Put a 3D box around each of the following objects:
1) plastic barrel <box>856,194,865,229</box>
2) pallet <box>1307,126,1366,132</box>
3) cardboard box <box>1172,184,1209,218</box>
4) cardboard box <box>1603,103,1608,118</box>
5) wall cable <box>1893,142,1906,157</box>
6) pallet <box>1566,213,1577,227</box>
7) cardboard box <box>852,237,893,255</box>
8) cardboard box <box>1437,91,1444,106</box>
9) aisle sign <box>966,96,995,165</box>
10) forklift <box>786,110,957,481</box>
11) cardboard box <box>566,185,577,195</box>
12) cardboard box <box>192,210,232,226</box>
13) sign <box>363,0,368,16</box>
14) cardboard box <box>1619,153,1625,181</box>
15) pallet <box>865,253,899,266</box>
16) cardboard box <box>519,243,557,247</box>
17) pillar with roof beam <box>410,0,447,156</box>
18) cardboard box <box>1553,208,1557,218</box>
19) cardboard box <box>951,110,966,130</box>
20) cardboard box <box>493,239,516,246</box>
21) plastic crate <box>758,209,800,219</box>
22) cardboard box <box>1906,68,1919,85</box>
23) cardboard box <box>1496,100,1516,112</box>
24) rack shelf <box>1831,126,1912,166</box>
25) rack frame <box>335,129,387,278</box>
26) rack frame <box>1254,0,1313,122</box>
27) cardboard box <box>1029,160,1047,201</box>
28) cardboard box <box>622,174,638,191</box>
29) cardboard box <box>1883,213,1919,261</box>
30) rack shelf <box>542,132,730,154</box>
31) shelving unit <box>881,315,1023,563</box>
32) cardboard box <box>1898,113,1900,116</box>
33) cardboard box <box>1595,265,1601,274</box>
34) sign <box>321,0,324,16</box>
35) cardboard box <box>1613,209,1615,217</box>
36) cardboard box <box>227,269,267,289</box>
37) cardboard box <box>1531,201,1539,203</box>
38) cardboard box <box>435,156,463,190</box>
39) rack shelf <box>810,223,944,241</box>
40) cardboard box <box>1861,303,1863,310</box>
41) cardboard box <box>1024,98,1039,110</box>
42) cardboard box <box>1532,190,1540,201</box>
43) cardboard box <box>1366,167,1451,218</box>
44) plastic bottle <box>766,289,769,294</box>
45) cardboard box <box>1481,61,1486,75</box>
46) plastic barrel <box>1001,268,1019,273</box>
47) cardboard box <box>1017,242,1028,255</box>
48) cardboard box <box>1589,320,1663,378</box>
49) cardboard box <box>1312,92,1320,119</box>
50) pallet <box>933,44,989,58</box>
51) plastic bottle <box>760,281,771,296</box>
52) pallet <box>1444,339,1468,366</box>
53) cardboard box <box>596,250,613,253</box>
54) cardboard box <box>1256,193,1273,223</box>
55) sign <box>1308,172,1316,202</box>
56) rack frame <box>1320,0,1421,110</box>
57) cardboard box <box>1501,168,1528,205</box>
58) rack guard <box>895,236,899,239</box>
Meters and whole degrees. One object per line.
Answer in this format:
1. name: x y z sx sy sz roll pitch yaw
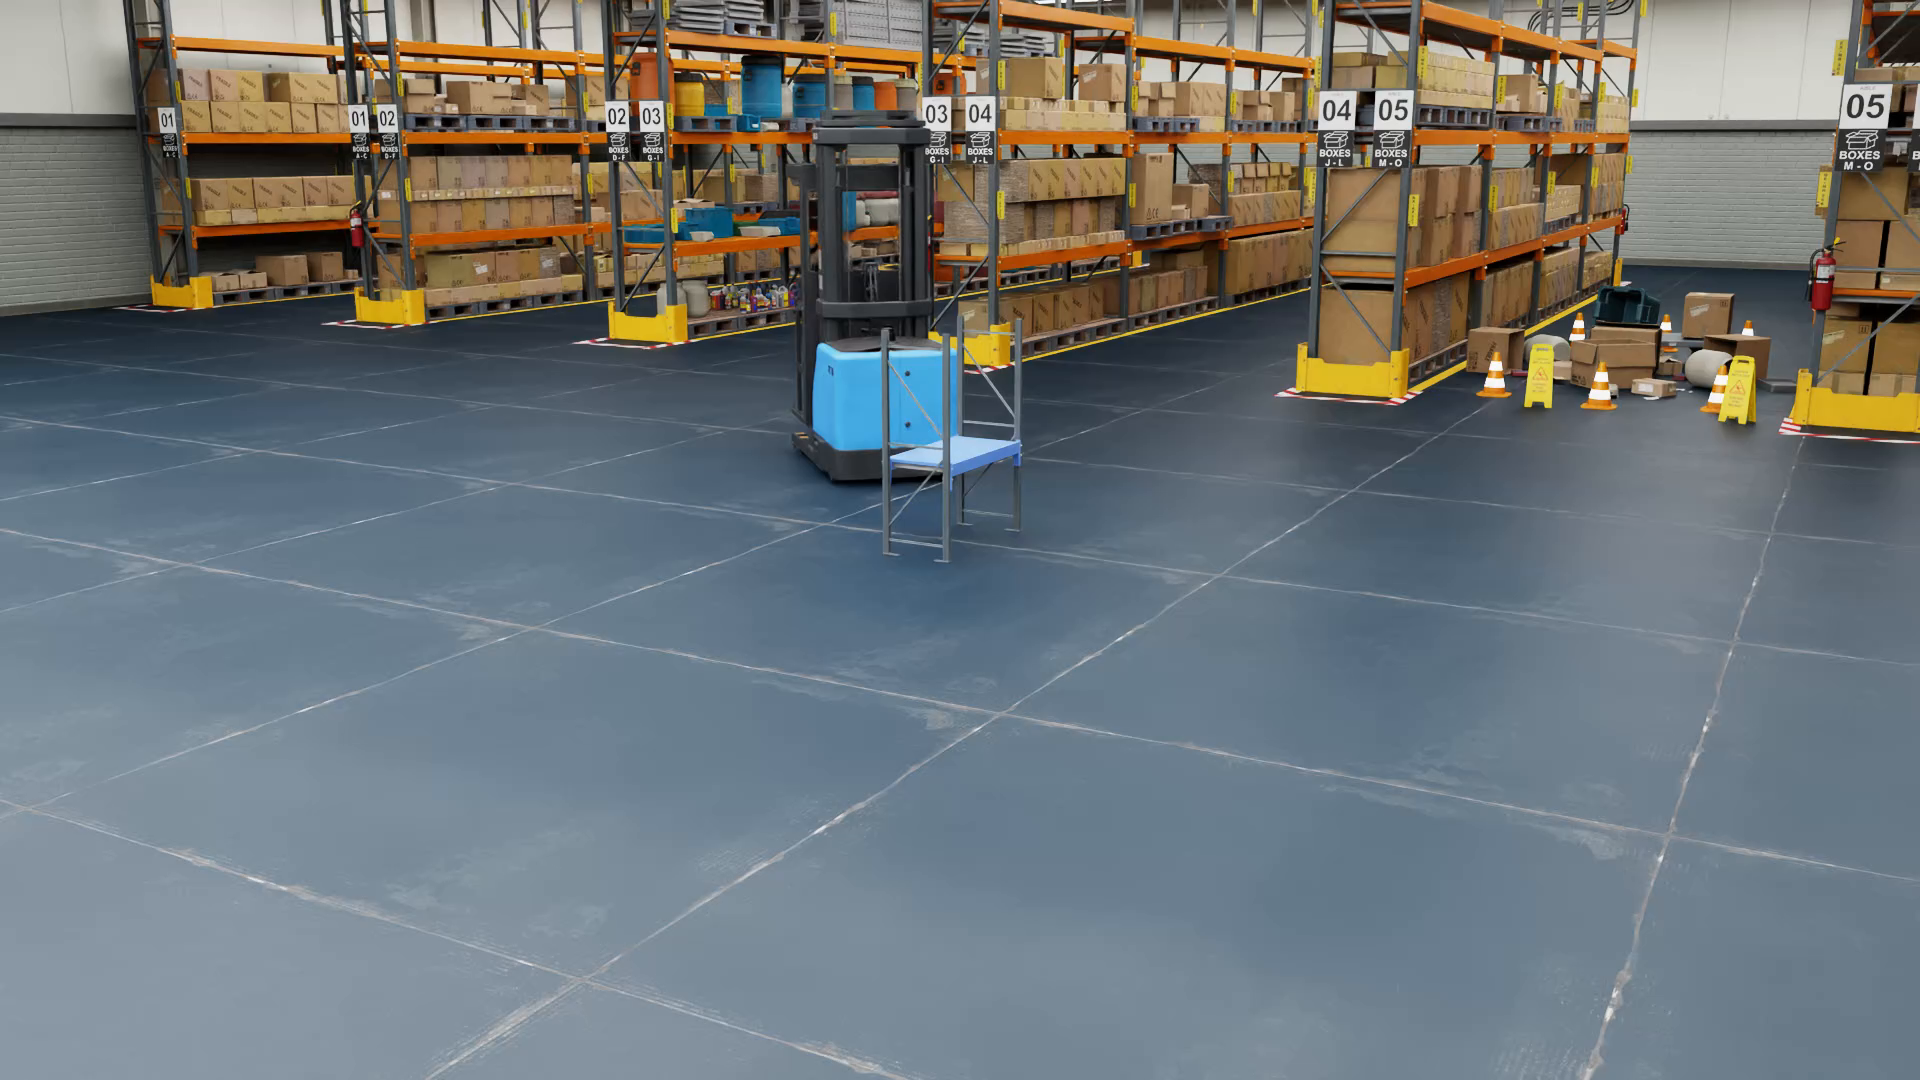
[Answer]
1. plastic barrel: -1.737 -5.288 26.778 0.433 0.535 0.433 0 14 0
2. pallet: 7.396 -8.213 32.989 1.003 0.211 1.213 7 15 28
3. cardboard box: 3.470 -5.322 26.097 0.700 0.500 0.500 10 17 36
4. cardboard box: 10.793 -7.350 28.472 0.500 0.250 0.500 7 15 28
5. wall cable: 19.126 -7.497 33.996 0.585 1.953 0.123 7 15 28
6. pallet: 9.608 -5.314 27.586 1.003 0.211 1.213 7 15 28
7. cardboard box: -1.954 -6.640 37.064 0.797 0.503 0.637 7 15 28
8. cardboard box: 5.117 -4.865 18.338 0.380 0.149 0.250 8 15 28
9. aisle sign: 0.244 -4.886 19.852 0.394 0.787 0.004 7 15 28
10. forklift: -0.875 -2.196 14.390 1.130 2.935 3.031 -4 14 -15
11. cardboard box: -6.669 -5.896 27.994 0.380 0.149 0.250 7 15 28
12. cardboard box: -12.484 -5.353 27.616 0.500 0.250 0.500 7 15 26
13. sign: -10.598 -9.517 29.646 0.100 0.325 0.005 7 15 28
14. cardboard box: 12.035 -6.926 30.880 0.500 0.500 0.500 7 15 27
15. pallet: -1.937 -6.290 37.175 1.003 0.211 1.213 7 15 28
16. cardboard box: -7.224 -4.785 28.351 0.500 0.500 0.500 7 15 28
17. pillar with roof beam: -6.747 -9.254 30.716 9.100 9.000 0.400 7 15 28
18. cardboard box: 9.080 -5.099 25.924 0.380 0.149 0.250 8 16 30
19. cardboard box: 0.022 -5.182 20.546 0.500 0.250 0.500 8 16 29
20. cardboard box: -9.432 -5.839 33.746 0.700 0.500 0.500 8 16 29
21. plastic crate: -2.756 -4.927 25.704 0.767 0.338 0.504 7 15 28
22. cardboard box: 9.036 -4.319 15.484 0.380 0.149 0.250 7 15 28
23. cardboard box: 7.143 -5.754 22.025 0.380 0.149 0.250 7 15 28
24. rack shelf: 9.653 -4.065 17.128 1.077 0.370 4.000 7 15 28
25. rack frame: -11.064 -6.173 30.738 1.000 3.000 0.127 7 15 28
26. rack frame: 5.812 -9.047 29.860 1.000 3.000 0.127 7 15 28
27. cardboard box: 0.763 -4.532 20.949 0.500 0.500 0.500 7 15 28
28. cardboard box: -7.437 -7.788 36.547 0.500 0.500 0.500 8 15 28
29. cardboard box: 9.889 -3.121 17.233 0.500 0.500 0.500 7 15 27
30. rack shelf: -5.759 -7.131 29.848 1.077 0.370 4.000 7 15 28
31. shelving unit: -0.041 -0.712 11.285 0.538 1.500 1.048 7 15 28
32. cardboard box: 9.926 -4.730 18.040 0.500 0.250 0.500 7 15 28
33. cardboard box: 11.296 -4.866 29.870 0.380 0.149 0.250 8 15 29
34. sign: -11.552 -9.682 30.163 0.100 0.325 0.005 7 15 28
35. cardboard box: 11.975 -6.101 30.975 0.380 0.149 0.250 7 15 28
36. cardboard box: -12.309 -4.508 28.629 0.500 0.311 0.500 9 16 33
37. cardboard box: 8.581 -5.030 25.004 0.380 0.149 0.250 8 16 31
38. cardboard box: -8.147 -5.685 25.732 0.700 0.500 0.500 7 15 27
39. rack shelf: -1.424 -5.111 27.869 1.077 0.370 4.000 7 15 28
40. cardboard box: 9.217 -2.475 17.387 0.380 0.149 0.250 8 16 30
41. cardboard box: 0.765 -5.434 20.742 0.380 0.149 0.250 8 16 30
42. cardboard box: 8.566 -5.172 24.958 0.380 0.149 0.250 7 15 28
43. cardboard box: 5.092 -3.978 19.011 0.875 0.550 0.550 7 15 28
44. plastic bottle: -2.875 -3.652 25.141 0.061 0.283 0.133 7 15 28
45. cardboard box: 6.096 -5.669 19.972 0.380 0.149 0.250 7 15 28
46. plastic barrel: 0.856 -5.621 32.030 0.600 0.901 0.708 7 15 28
47. cardboard box: 0.629 -3.677 20.920 0.380 0.149 0.250 7 15 28
48. cardboard box: 7.764 -2.238 19.454 0.797 0.637 0.503 7 15 28
49. cardboard box: 6.402 -8.167 31.288 0.700 0.500 0.500 8 16 31
50. pallet: -0.082 -8.646 29.452 1.213 0.211 1.003 7 15 28
51. plastic bottle: -3.018 -3.842 25.782 0.144 0.351 0.185 7 15 28
52. pallet: 5.802 -2.404 21.054 1.003 0.211 1.213 7 15 28
53. cardboard box: -6.291 -5.078 29.969 0.500 0.311 0.500 7 15 28
54. cardboard box: 5.087 -5.741 28.735 0.500 0.500 0.500 7 15 28
55. sign: 3.836 -3.828 18.037 0.100 0.325 0.005 7 15 28
56. rack frame: 4.304 -6.002 17.231 1.000 3.000 0.127 7 15 28
57. cardboard box: 7.702 -5.067 23.804 0.700 0.500 0.500 7 15 27
58. rack guard: -0.961 -6.844 38.854 1.175 0.500 0.348 7 15 28
